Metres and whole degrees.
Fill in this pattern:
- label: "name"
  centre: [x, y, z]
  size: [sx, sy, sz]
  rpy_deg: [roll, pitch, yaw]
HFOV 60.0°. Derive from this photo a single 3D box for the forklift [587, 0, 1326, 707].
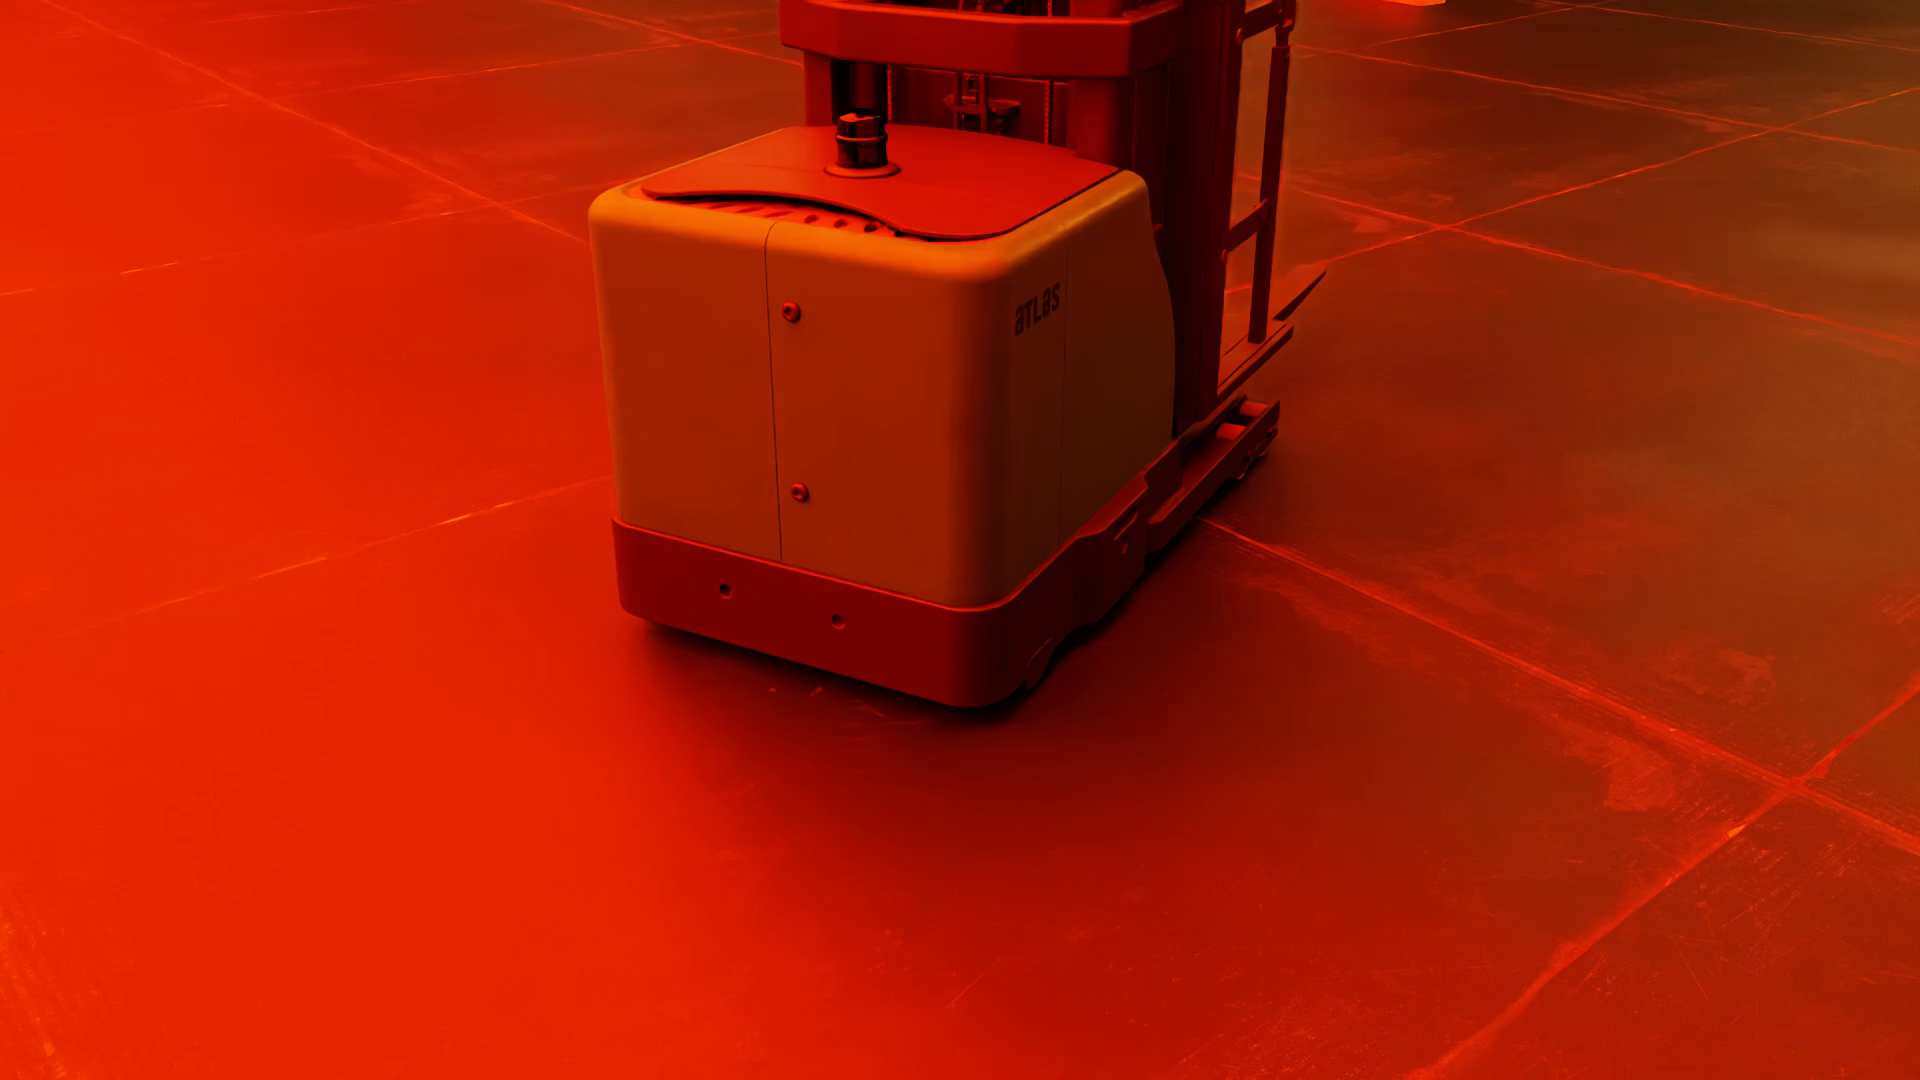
- label: "forklift"
  centre: [0.309, -1.572, 4.371]
  size: [1.130, 2.935, 3.031]
  rpy_deg: [13, 29, 25]
